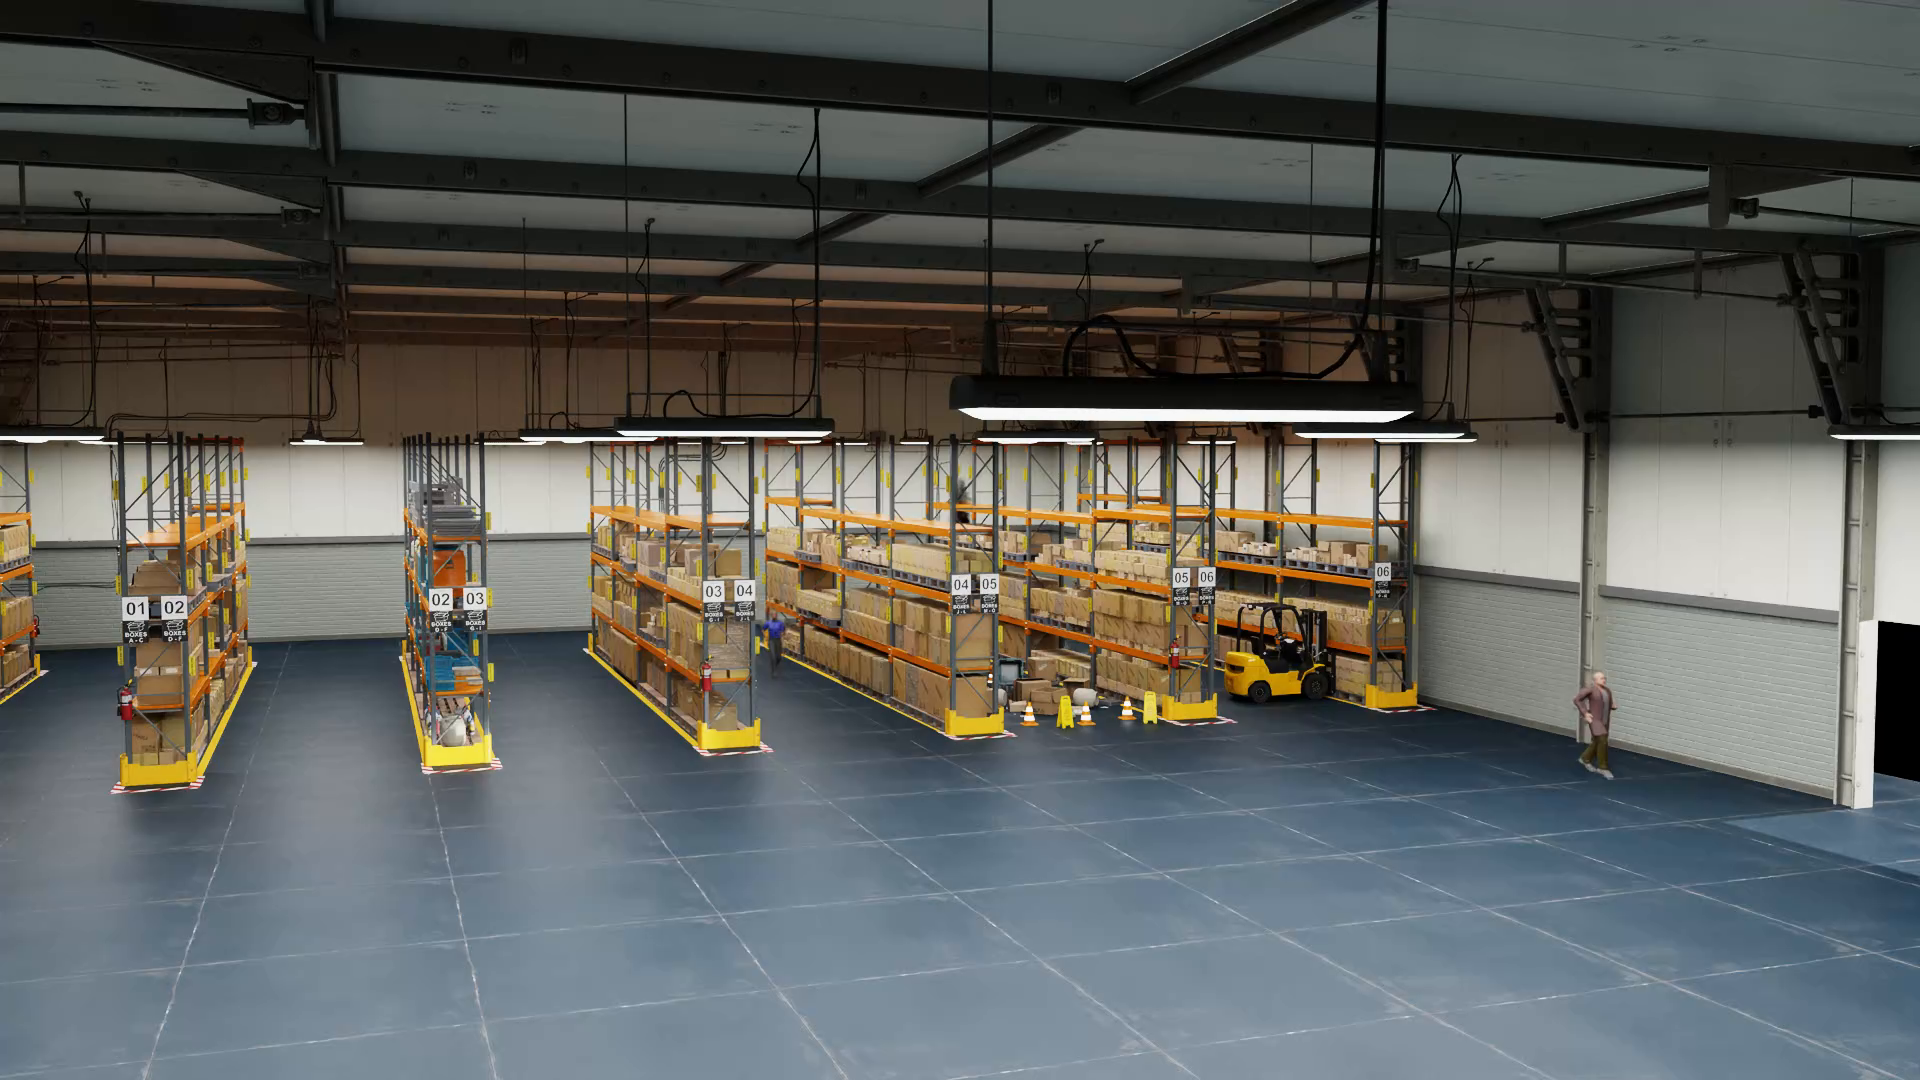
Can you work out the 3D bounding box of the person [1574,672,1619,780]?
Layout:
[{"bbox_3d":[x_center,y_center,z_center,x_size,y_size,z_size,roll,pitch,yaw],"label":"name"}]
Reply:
[{"bbox_3d":[11.135,3.216,29.038,0.694,1.822,0.877,-2,4,-29],"label":"person"}]

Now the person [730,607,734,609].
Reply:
[{"bbox_3d":[-6.905,2.290,47.978,0.740,1.532,0.507,0,3,6],"label":"person"}]

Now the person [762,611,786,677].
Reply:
[{"bbox_3d":[-4.665,2.594,41.804,0.589,1.613,0.809,-1,3,-17],"label":"person"}]
